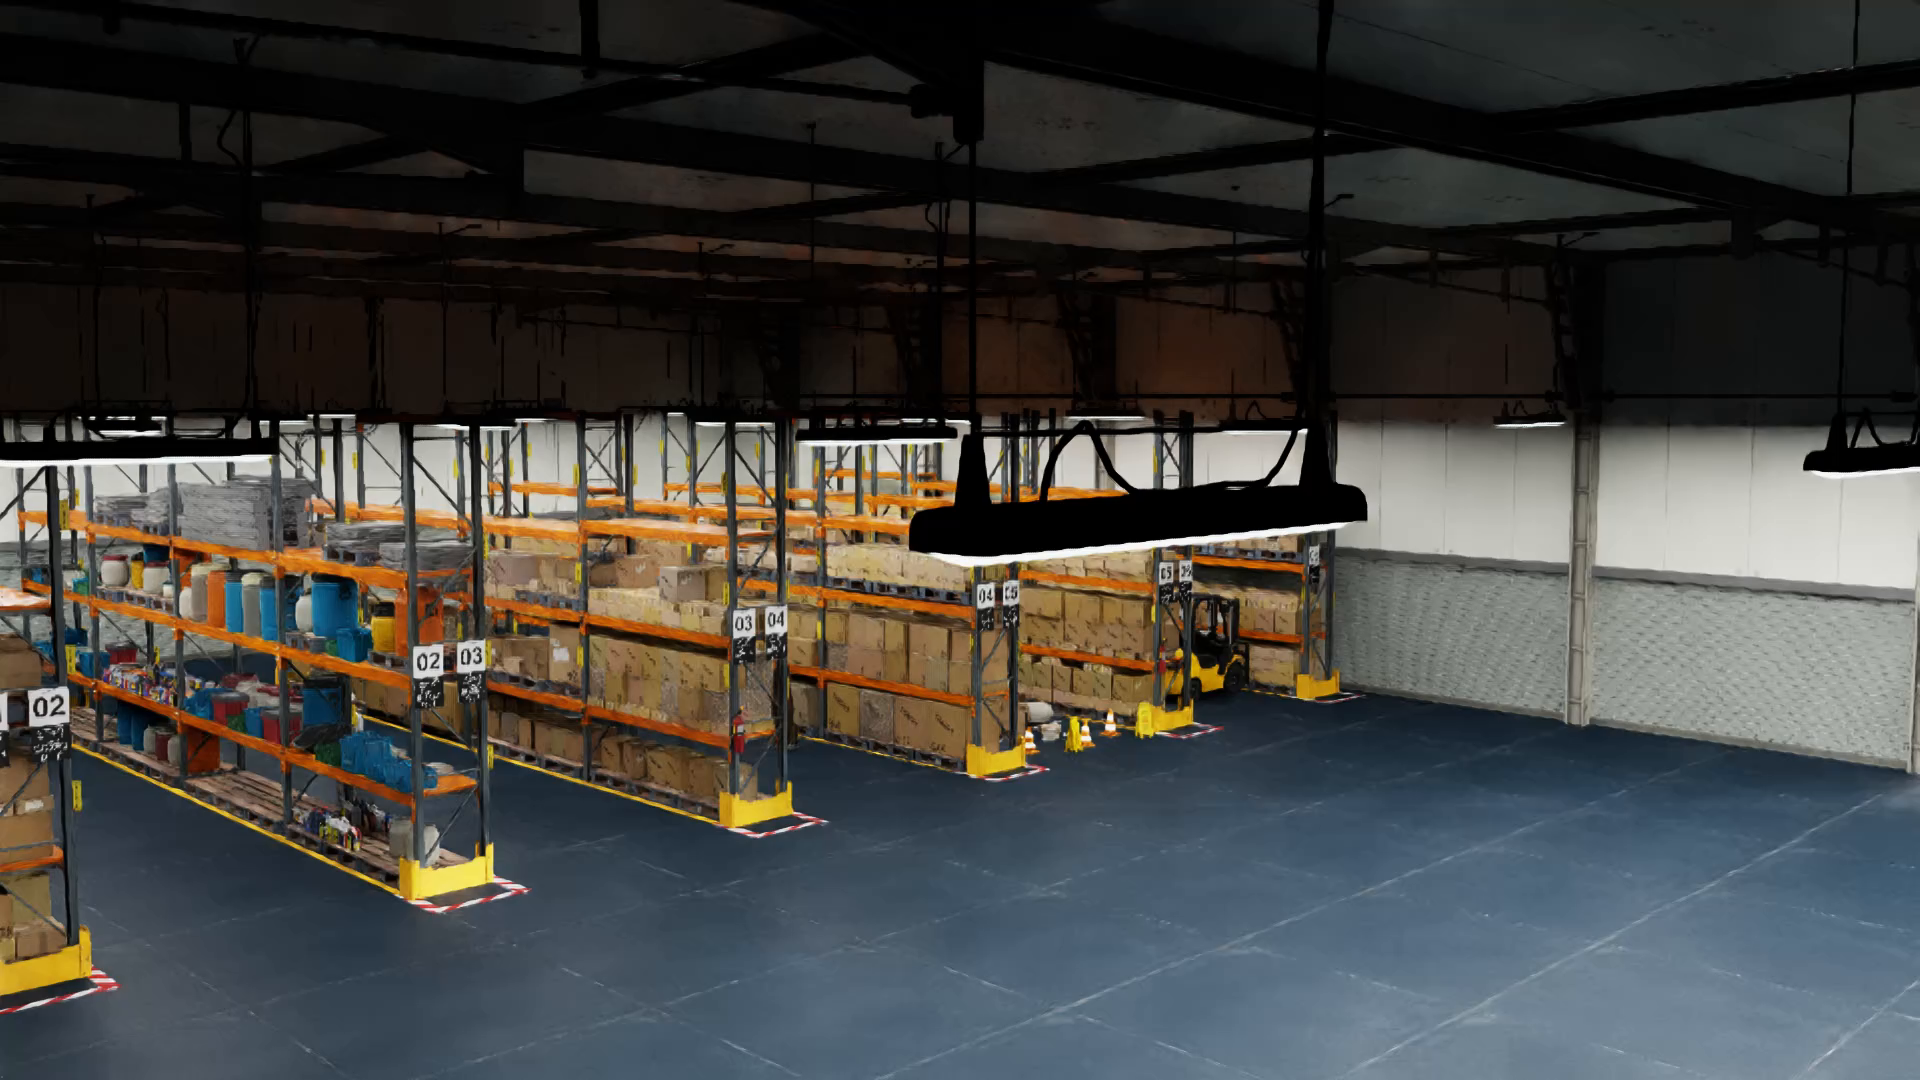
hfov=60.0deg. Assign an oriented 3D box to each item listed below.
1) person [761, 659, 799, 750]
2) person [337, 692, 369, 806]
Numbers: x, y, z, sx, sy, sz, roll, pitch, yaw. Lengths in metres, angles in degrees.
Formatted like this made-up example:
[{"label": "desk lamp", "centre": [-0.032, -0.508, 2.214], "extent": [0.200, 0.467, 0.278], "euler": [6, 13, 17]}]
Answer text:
[{"label": "person", "centre": [-3.235, 2.851, 29.790], "extent": [0.642, 1.752, 0.693], "euler": [-2, 5, -21]}, {"label": "person", "centre": [-9.368, 3.202, 25.560], "extent": [0.634, 1.789, 0.477], "euler": [2, 5, 23]}]
